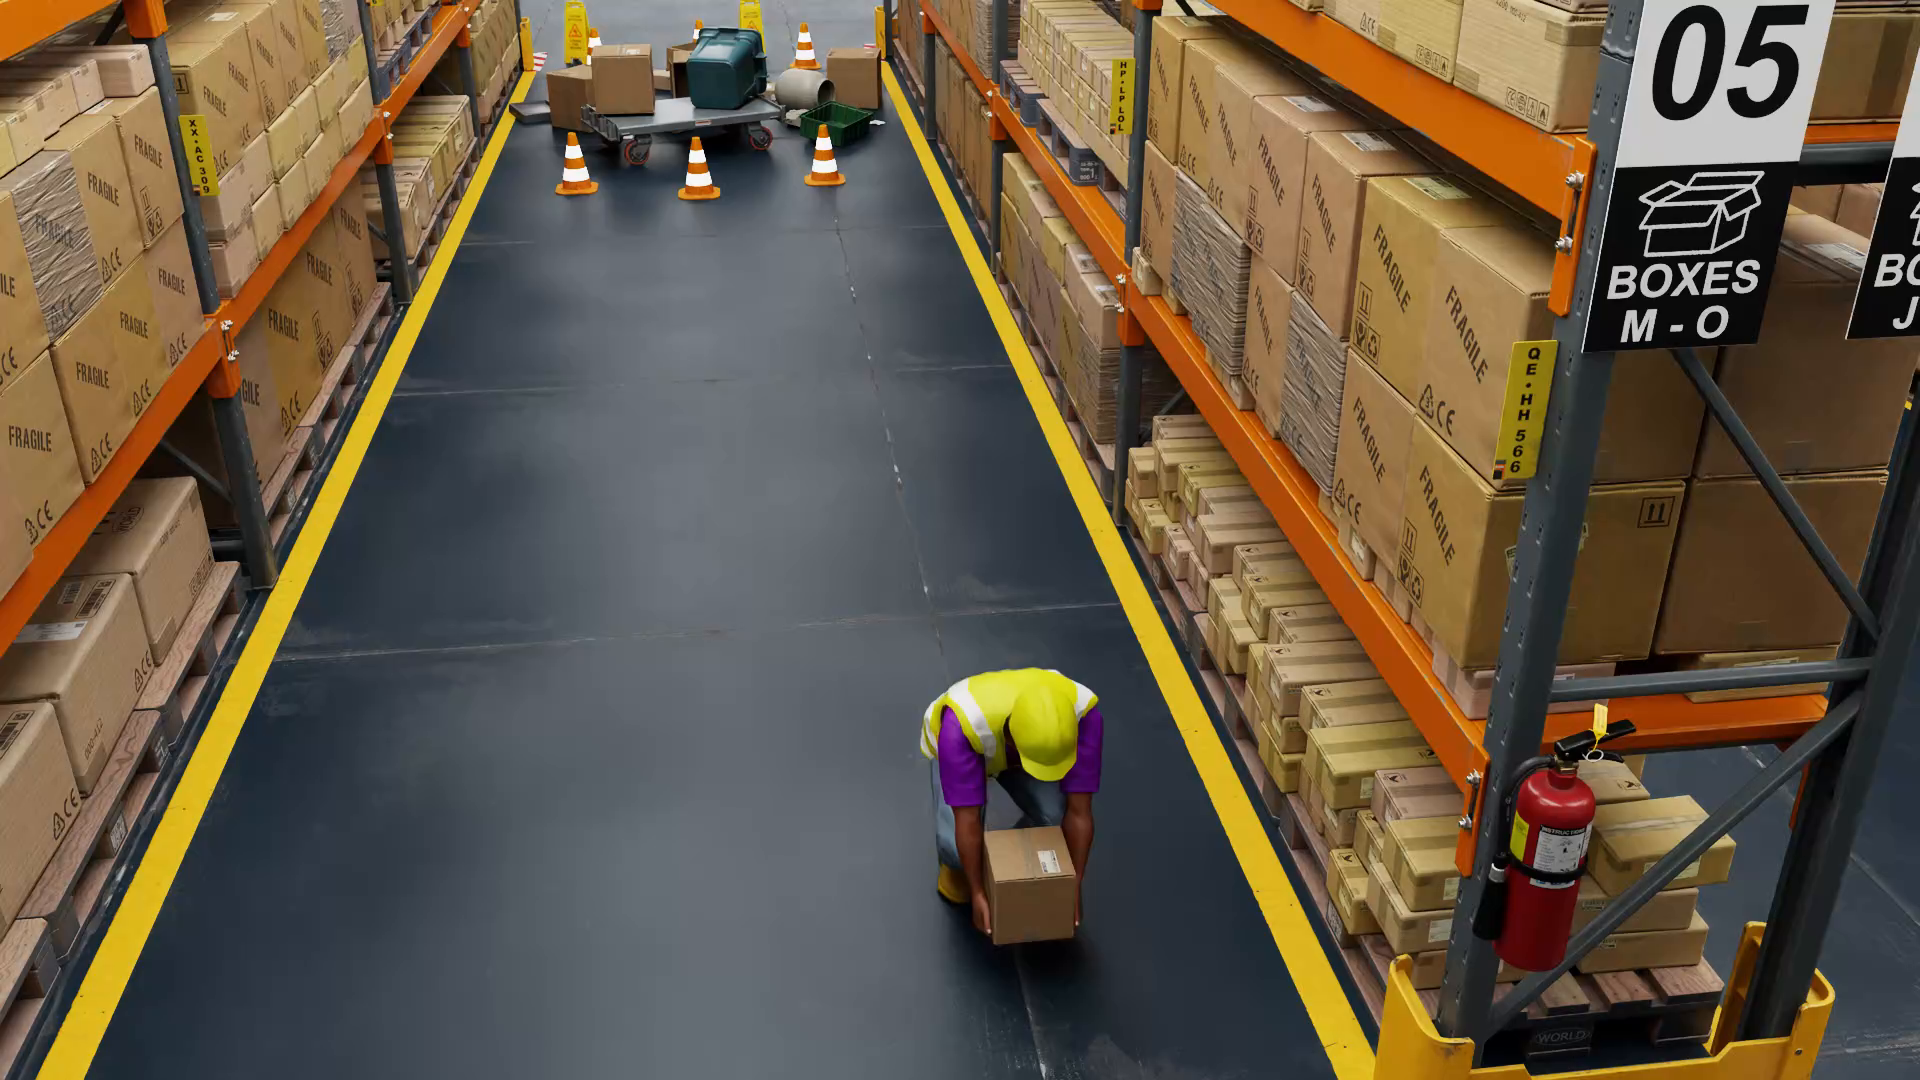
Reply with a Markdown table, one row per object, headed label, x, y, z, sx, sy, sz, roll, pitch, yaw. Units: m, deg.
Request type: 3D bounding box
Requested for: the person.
| label | x | y | z | sx | sy | sz | roll | pitch | yaw |
| --- | --- | --- | --- | --- | --- | --- | --- | --- | --- |
| person | 0.178 | 0.773 | 5.414 | 0.545 | 1.014 | 0.898 | -5 | 27 | -10 |
